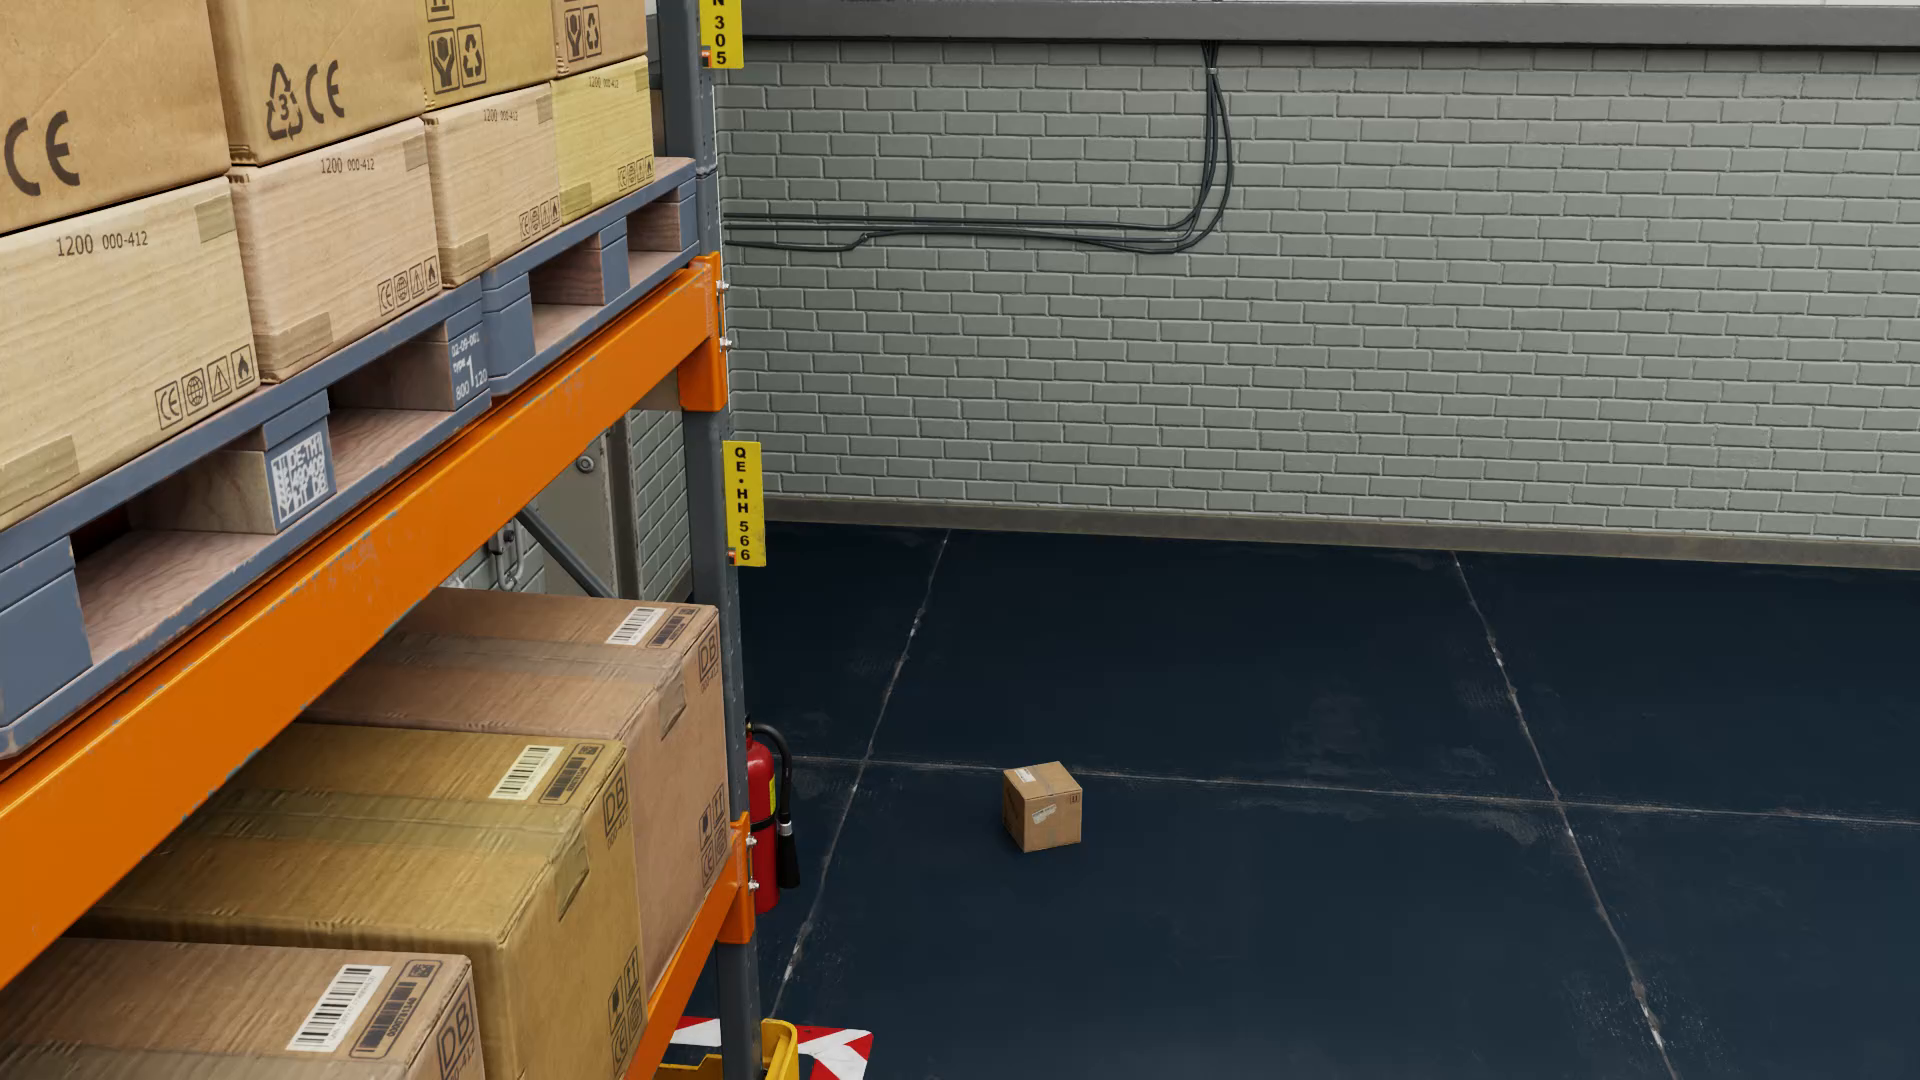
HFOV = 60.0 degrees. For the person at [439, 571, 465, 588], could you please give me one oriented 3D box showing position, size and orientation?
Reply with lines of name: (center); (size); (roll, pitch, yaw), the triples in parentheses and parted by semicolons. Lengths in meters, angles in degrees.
person: (-1.791, 0.705, 5.710); (0.370, 1.775, 0.524); (-12, 24, -27)
